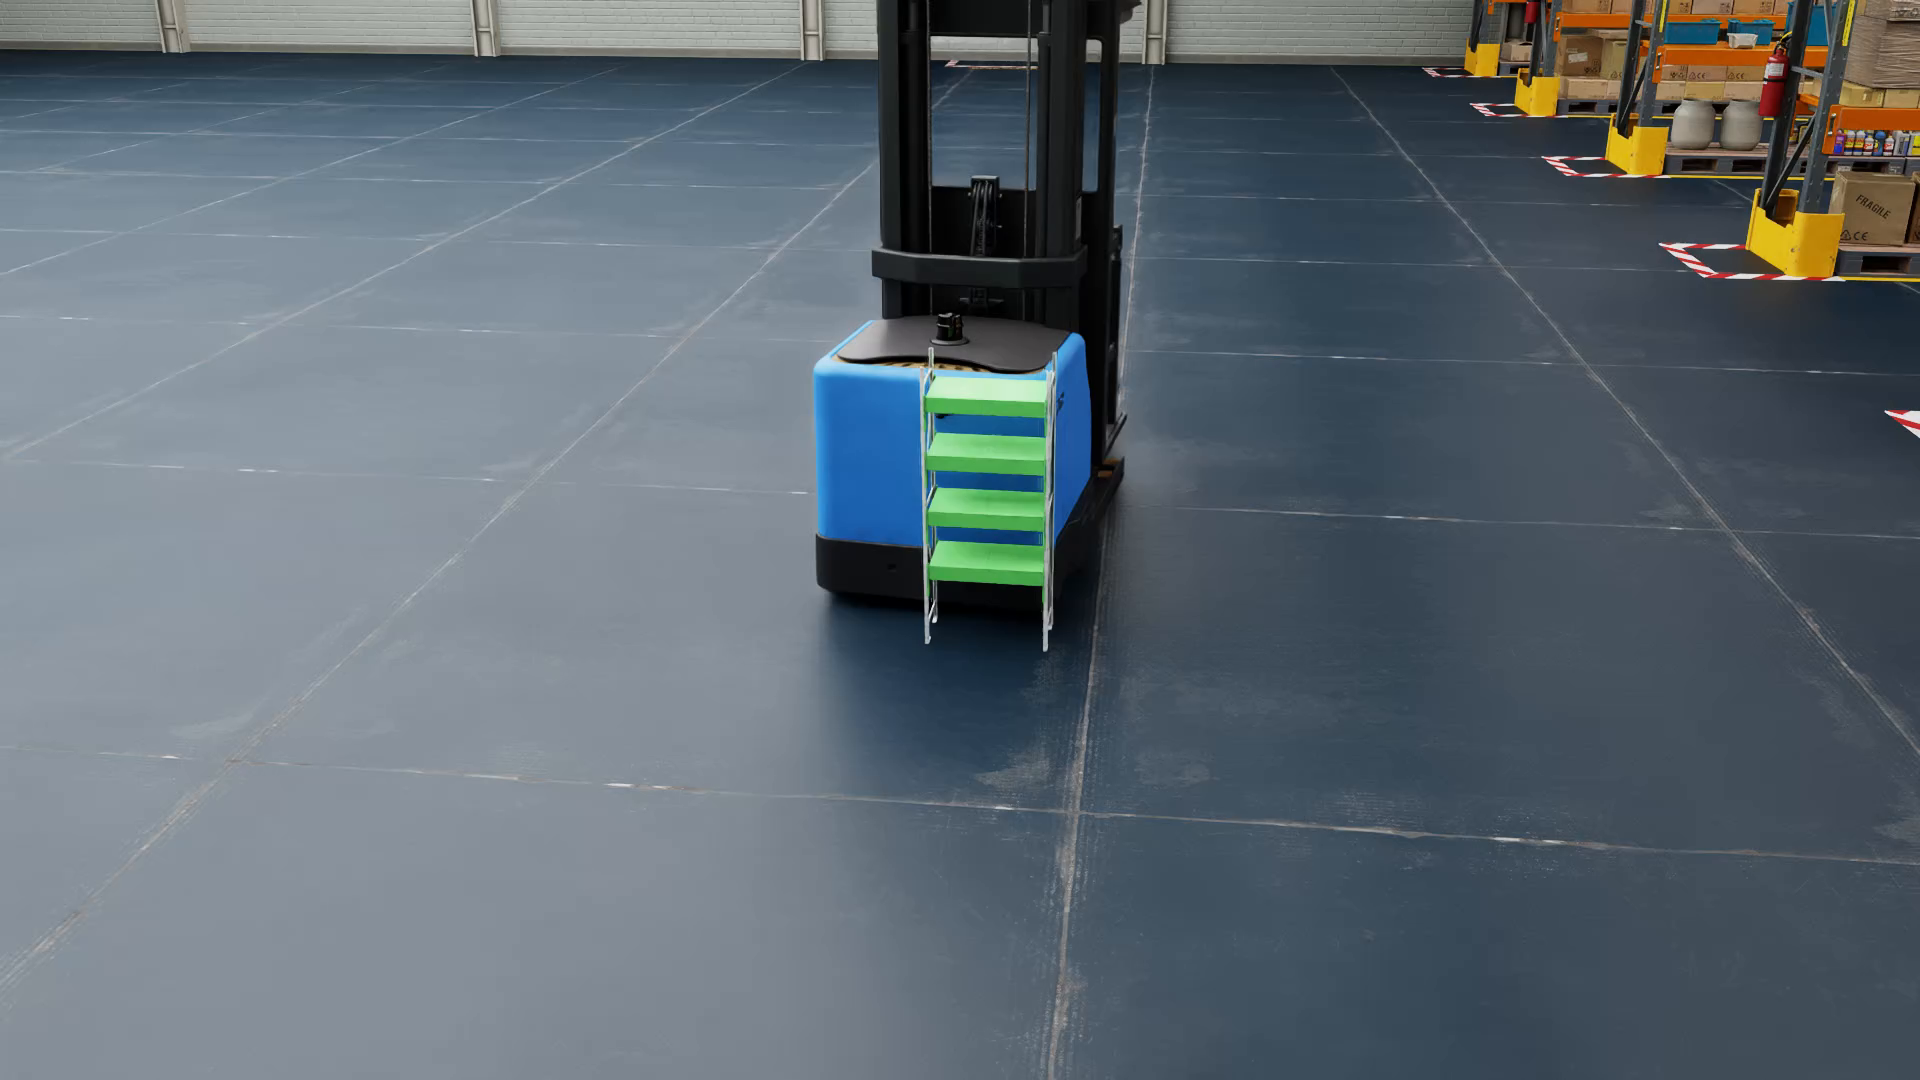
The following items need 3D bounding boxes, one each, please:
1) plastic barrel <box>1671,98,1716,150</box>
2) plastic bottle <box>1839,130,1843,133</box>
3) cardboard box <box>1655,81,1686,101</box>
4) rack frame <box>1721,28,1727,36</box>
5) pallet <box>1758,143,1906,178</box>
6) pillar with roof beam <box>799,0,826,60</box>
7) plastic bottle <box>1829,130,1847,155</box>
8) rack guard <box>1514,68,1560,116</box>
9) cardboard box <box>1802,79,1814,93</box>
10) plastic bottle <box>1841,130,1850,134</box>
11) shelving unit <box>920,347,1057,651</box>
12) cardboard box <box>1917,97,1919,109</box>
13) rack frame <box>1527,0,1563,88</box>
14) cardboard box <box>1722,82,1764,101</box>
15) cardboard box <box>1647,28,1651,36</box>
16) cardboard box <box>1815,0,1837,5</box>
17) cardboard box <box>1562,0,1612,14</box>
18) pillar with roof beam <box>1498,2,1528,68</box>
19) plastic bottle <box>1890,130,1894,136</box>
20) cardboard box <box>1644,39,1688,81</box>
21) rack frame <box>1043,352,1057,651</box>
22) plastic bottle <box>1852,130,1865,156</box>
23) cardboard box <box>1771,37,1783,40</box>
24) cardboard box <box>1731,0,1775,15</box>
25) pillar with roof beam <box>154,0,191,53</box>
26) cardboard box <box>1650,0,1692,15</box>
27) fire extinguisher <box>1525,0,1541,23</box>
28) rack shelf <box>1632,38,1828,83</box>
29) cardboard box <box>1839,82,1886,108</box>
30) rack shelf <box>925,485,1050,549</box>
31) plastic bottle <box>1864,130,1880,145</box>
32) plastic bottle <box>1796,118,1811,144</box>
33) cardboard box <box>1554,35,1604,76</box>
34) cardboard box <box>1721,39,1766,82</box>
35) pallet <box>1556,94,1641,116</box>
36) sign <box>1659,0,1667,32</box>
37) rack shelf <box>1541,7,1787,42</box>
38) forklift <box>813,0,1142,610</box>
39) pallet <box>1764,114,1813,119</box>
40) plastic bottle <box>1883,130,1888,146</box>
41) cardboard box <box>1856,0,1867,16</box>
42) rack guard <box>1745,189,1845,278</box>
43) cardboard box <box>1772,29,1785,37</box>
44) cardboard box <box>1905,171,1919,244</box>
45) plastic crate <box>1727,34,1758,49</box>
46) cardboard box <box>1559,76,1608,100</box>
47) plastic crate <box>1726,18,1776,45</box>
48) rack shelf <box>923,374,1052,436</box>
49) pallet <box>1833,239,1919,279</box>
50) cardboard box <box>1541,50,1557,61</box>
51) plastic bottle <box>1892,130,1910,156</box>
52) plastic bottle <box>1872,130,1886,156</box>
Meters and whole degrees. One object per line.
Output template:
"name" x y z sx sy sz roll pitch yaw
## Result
"plastic barrel" 8.017 -4.546 18.170 0.421 0.512 0.421 0 22 0
"plastic bottle" 9.618 -4.418 18.244 0.097 0.201 0.097 0 22 0
"cardboard box" 9.441 -6.086 22.423 0.500 0.250 0.500 2 22 6
"rack frame" 12.492 -8.952 26.503 0.127 3.000 1.000 2 22 6
"pallet" 9.449 -4.134 18.110 1.213 0.211 1.003 2 22 6
"pillar with roof beam" -3.106 -11.148 23.898 0.400 9.000 9.100 2 22 6
"plastic bottle" 9.341 -4.241 17.682 0.133 0.283 0.061 3 22 7
"rack guard" 7.917 -6.155 22.828 0.348 0.500 1.175 2 22 6
"cardboard box" 11.427 -6.000 22.205 0.500 0.250 0.500 2 22 6
"plastic bottle" 9.779 -4.528 18.319 0.185 0.351 0.144 3 22 9
"shelving unit" 0.117 -0.152 6.673 0.503 1.200 0.258 3 25 8
"cardboard box" 7.519 -3.449 12.926 0.250 0.149 0.380 2 22 6
"rack frame" 7.941 -7.316 22.366 0.127 3.000 1.000 2 22 6
"cardboard box" 10.433 -6.041 22.310 0.500 0.250 0.500 2 22 6
"cardboard box" 11.457 -8.024 26.958 0.500 0.500 0.500 1 22 2
"cardboard box" 11.472 -7.206 21.952 0.500 0.500 0.700 2 22 5
"cardboard box" 8.403 -7.338 22.284 0.500 0.500 0.700 3 22 6
"pillar with roof beam" 8.810 -10.629 22.584 0.400 9.000 9.100 2 22 6
"plastic bottle" 9.993 -4.268 17.753 0.133 0.283 0.061 2 22 6
"cardboard box" 9.442 -6.439 22.296 0.500 0.500 0.500 2 22 6
"rack frame" 0.359 -0.139 6.639 0.015 1.200 0.240 3 25 8
"plastic bottle" 9.558 -4.232 17.678 0.097 0.271 0.097 0 22 0
"cardboard box" 10.992 -6.562 22.606 0.500 0.500 0.500 2 22 6
"cardboard box" 10.449 -7.250 22.062 0.500 0.500 0.700 3 22 7
"pillar with roof beam" -15.023 -11.667 25.211 0.400 9.000 9.100 2 22 6
"cardboard box" 9.417 -7.293 22.172 0.500 0.500 0.700 3 22 7
"fire extinguisher" 7.878 -7.455 22.822 0.183 0.674 0.296 2 22 6
"rack shelf" 9.340 -5.087 17.705 4.000 0.370 1.077 2 22 6
"cardboard box" 7.026 -3.483 13.012 0.250 0.149 0.380 2 22 6
"rack shelf" 0.118 -0.095 6.700 0.480 0.148 0.258 3 25 8
"plastic bottle" 9.972 -4.431 18.173 0.135 0.276 0.152 2 22 6
"plastic bottle" 9.348 -4.531 18.418 0.133 0.283 0.061 3 22 8
"cardboard box" 8.508 -6.667 22.872 0.500 0.500 0.500 2 22 6
"cardboard box" 10.435 -6.395 22.184 0.500 0.500 0.500 2 22 6
"pallet" 8.705 -6.002 22.833 1.213 0.211 1.003 2 22 6
"sign" 7.285 -5.436 17.233 0.005 0.325 0.100 2 22 6
"rack shelf" 9.927 -6.895 22.279 4.000 0.370 1.077 2 22 6
"forklift" 0.230 -1.578 7.944 1.130 2.935 3.031 5 22 13
"pallet" 11.128 -5.896 22.566 1.213 0.211 1.003 2 22 6
"plastic bottle" 10.227 -4.493 18.321 0.133 0.283 0.061 3 22 9
"cardboard box" 7.347 -4.416 13.129 0.500 0.500 0.500 2 22 6
"rack guard" 6.847 -2.534 13.669 0.348 0.500 1.175 2 22 6
"cardboard box" 13.225 -7.968 26.816 0.500 0.500 0.700 3 22 8
"cardboard box" 7.987 -2.686 13.482 0.500 0.500 0.500 8 23 20
"plastic crate" 8.205 -5.229 17.445 0.250 0.136 0.298 2 22 6
"cardboard box" 8.447 -6.128 22.530 0.500 0.250 0.500 2 22 6
"plastic crate" 8.531 -5.496 17.964 0.408 0.251 0.499 2 22 6
"rack shelf" 0.113 -0.529 6.496 0.480 0.148 0.258 3 25 8
"pallet" 7.649 -2.351 13.600 1.213 0.211 1.003 2 22 6
"cardboard box" 9.763 -7.992 27.133 0.500 0.311 0.500 4 22 11
"plastic bottle" 9.981 -4.226 17.656 0.135 0.276 0.152 3 22 7
"plastic bottle" 9.759 -4.223 17.655 0.097 0.271 0.097 0 22 0
